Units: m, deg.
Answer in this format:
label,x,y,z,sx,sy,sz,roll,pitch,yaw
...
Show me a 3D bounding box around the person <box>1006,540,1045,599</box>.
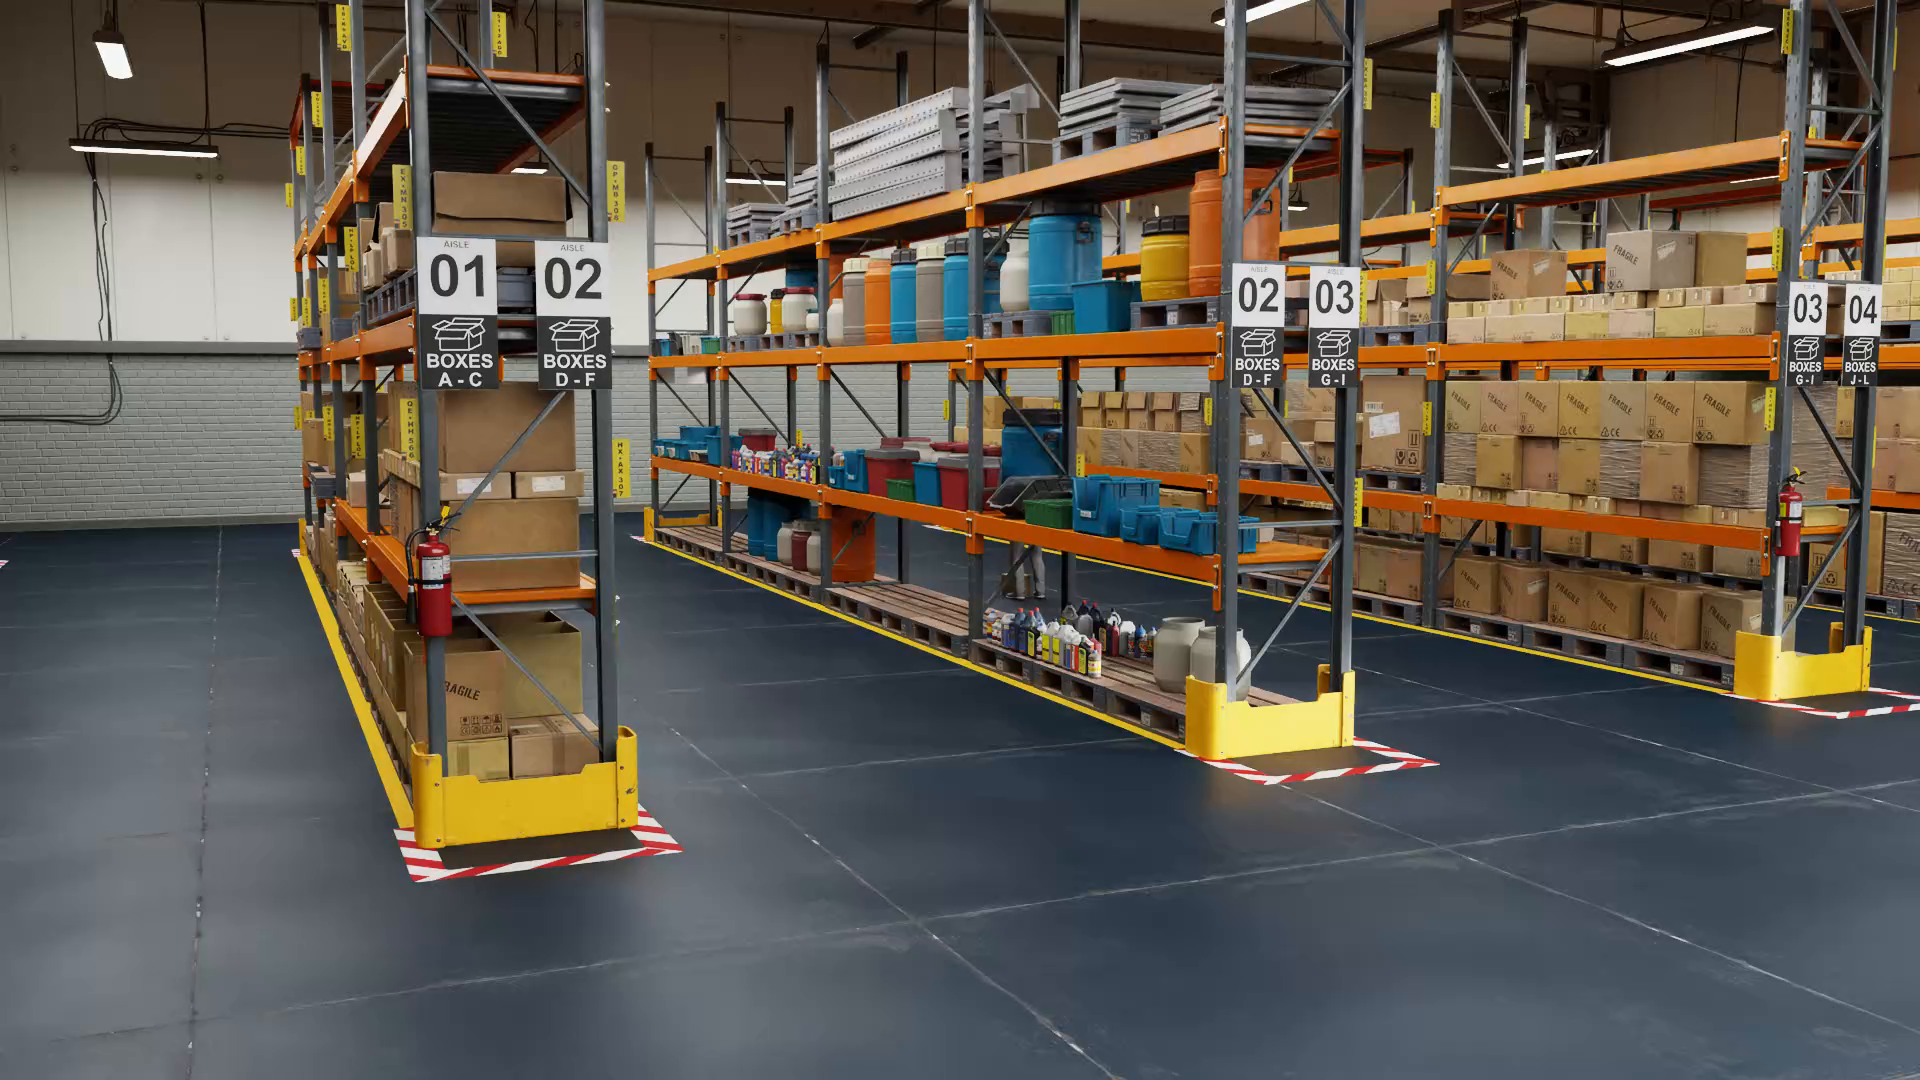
label,x,y,z,sx,sy,sz,roll,pitch,yaw
person,0.742,-0.162,18.701,0.511,1.658,0.398,-2,6,-24
